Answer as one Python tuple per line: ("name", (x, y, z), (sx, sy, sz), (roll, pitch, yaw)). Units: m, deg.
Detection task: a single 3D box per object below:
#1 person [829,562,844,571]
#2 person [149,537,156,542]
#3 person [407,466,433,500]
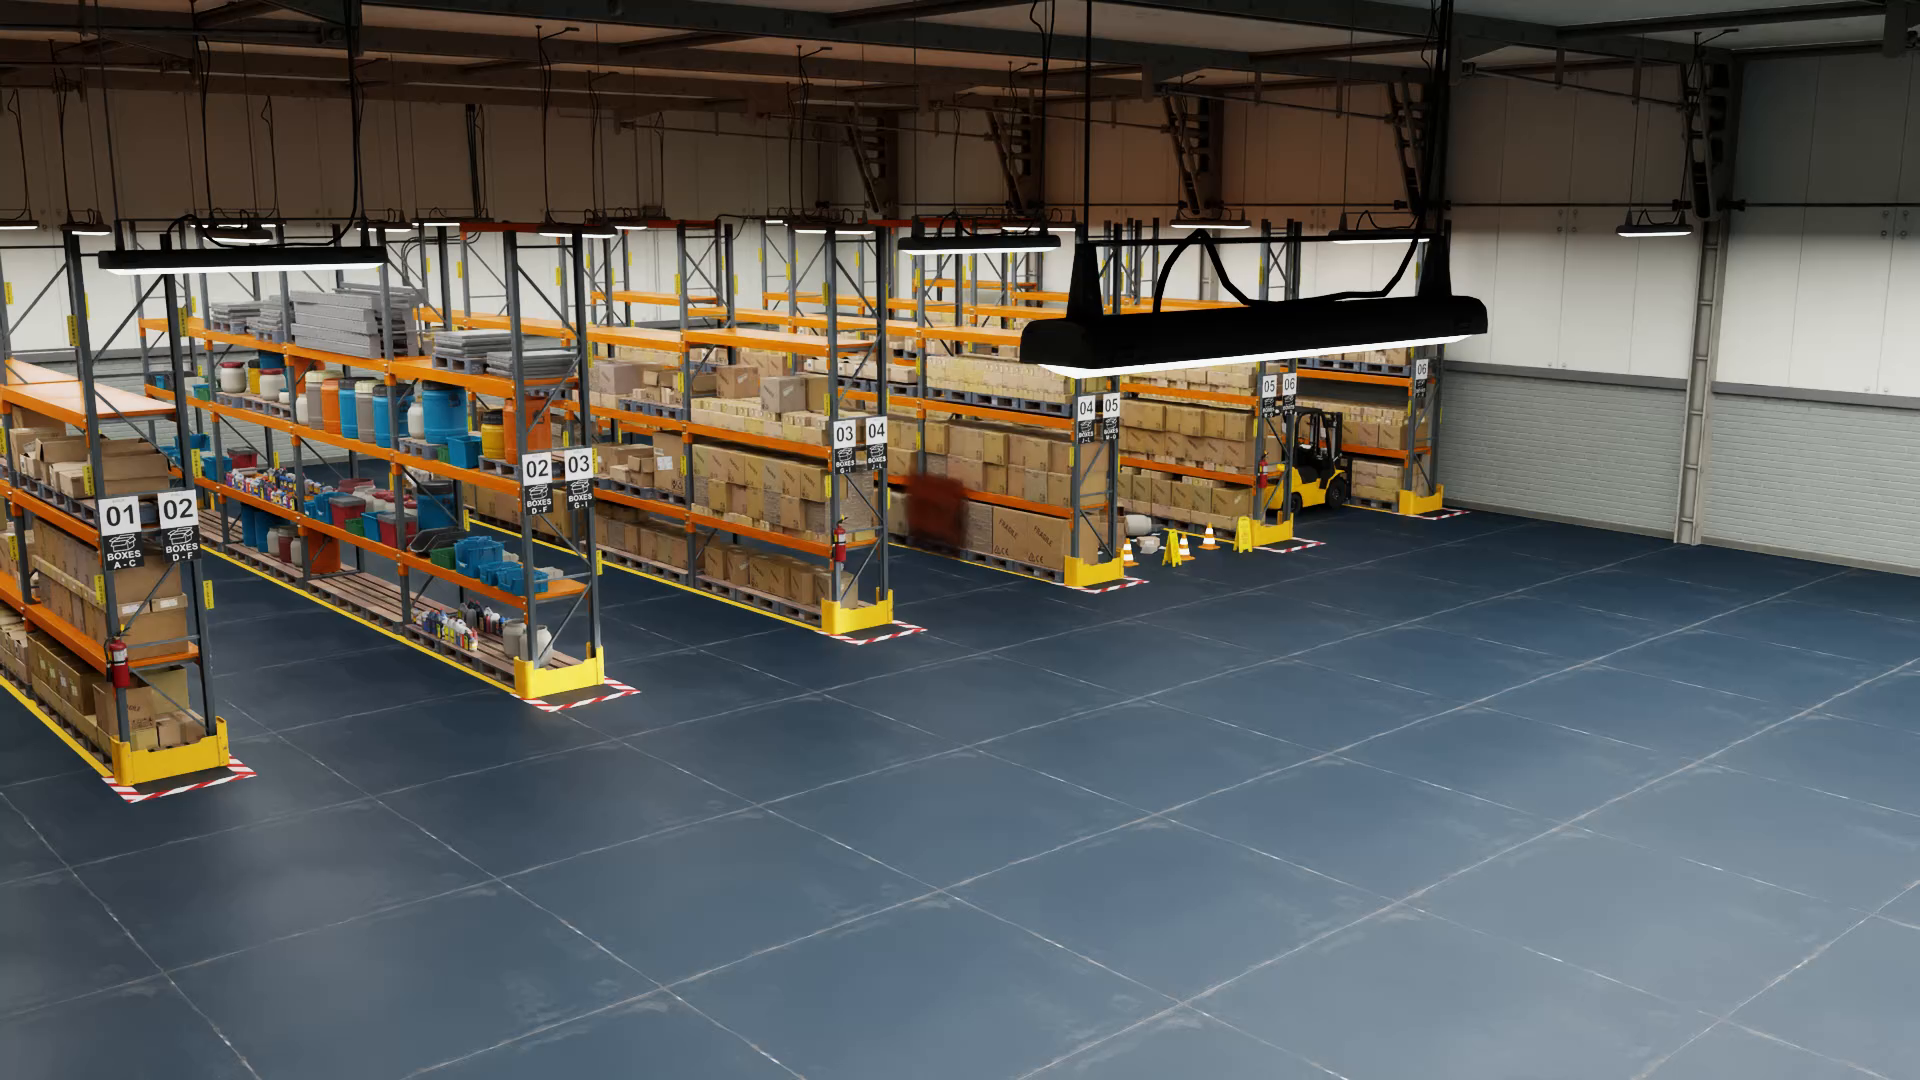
("person", (-2.042, -0.185, 28.341), (0.737, 1.788, 0.589), (9, 14, 37))
("person", (-12.933, 0.245, 26.112), (0.620, 1.778, 0.535), (-9, 15, -39))
("person", (-10.740, -1.062, 33.147), (0.599, 1.584, 0.692), (-6, 13, -29))
